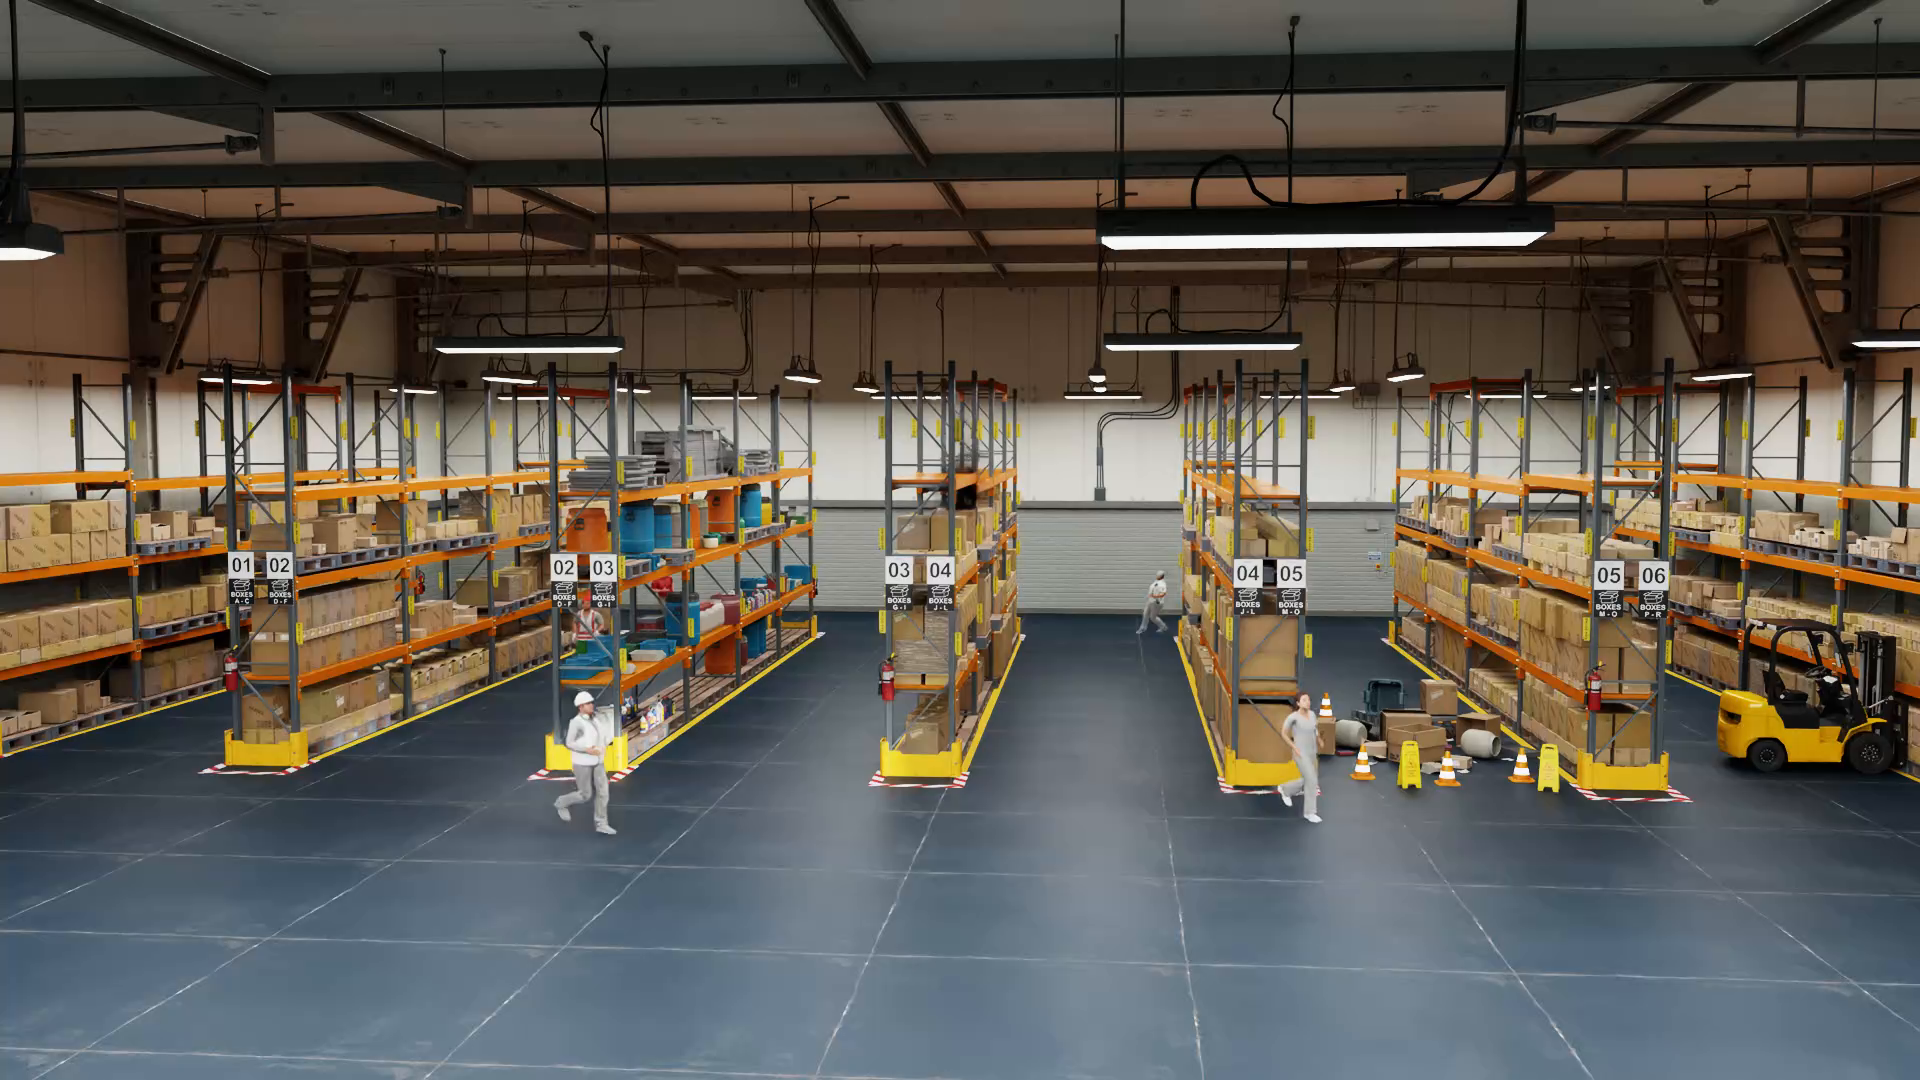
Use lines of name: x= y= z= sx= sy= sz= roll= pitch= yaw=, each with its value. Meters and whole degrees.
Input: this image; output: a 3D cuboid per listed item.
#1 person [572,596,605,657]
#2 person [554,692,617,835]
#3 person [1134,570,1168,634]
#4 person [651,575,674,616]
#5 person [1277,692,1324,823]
person: x=-7.297 y=1.980 z=32.548 sx=0.663 sy=1.748 sz=0.576 roll=0 pitch=4 yaw=-3
person: x=-4.652 y=2.767 z=20.696 sx=0.882 sy=1.764 sz=0.661 roll=2 pitch=4 yaw=26
person: x=4.727 y=1.530 z=40.609 sx=0.781 sy=1.617 sz=0.740 roll=-1 pitch=4 yaw=-10
person: x=-7.264 y=1.485 z=41.093 sx=0.827 sy=1.699 sz=0.739 roll=-2 pitch=4 yaw=-32
person: x=4.415 y=2.774 z=21.505 sx=0.564 sy=1.659 sz=0.729 roll=-3 pitch=5 yaw=-34
